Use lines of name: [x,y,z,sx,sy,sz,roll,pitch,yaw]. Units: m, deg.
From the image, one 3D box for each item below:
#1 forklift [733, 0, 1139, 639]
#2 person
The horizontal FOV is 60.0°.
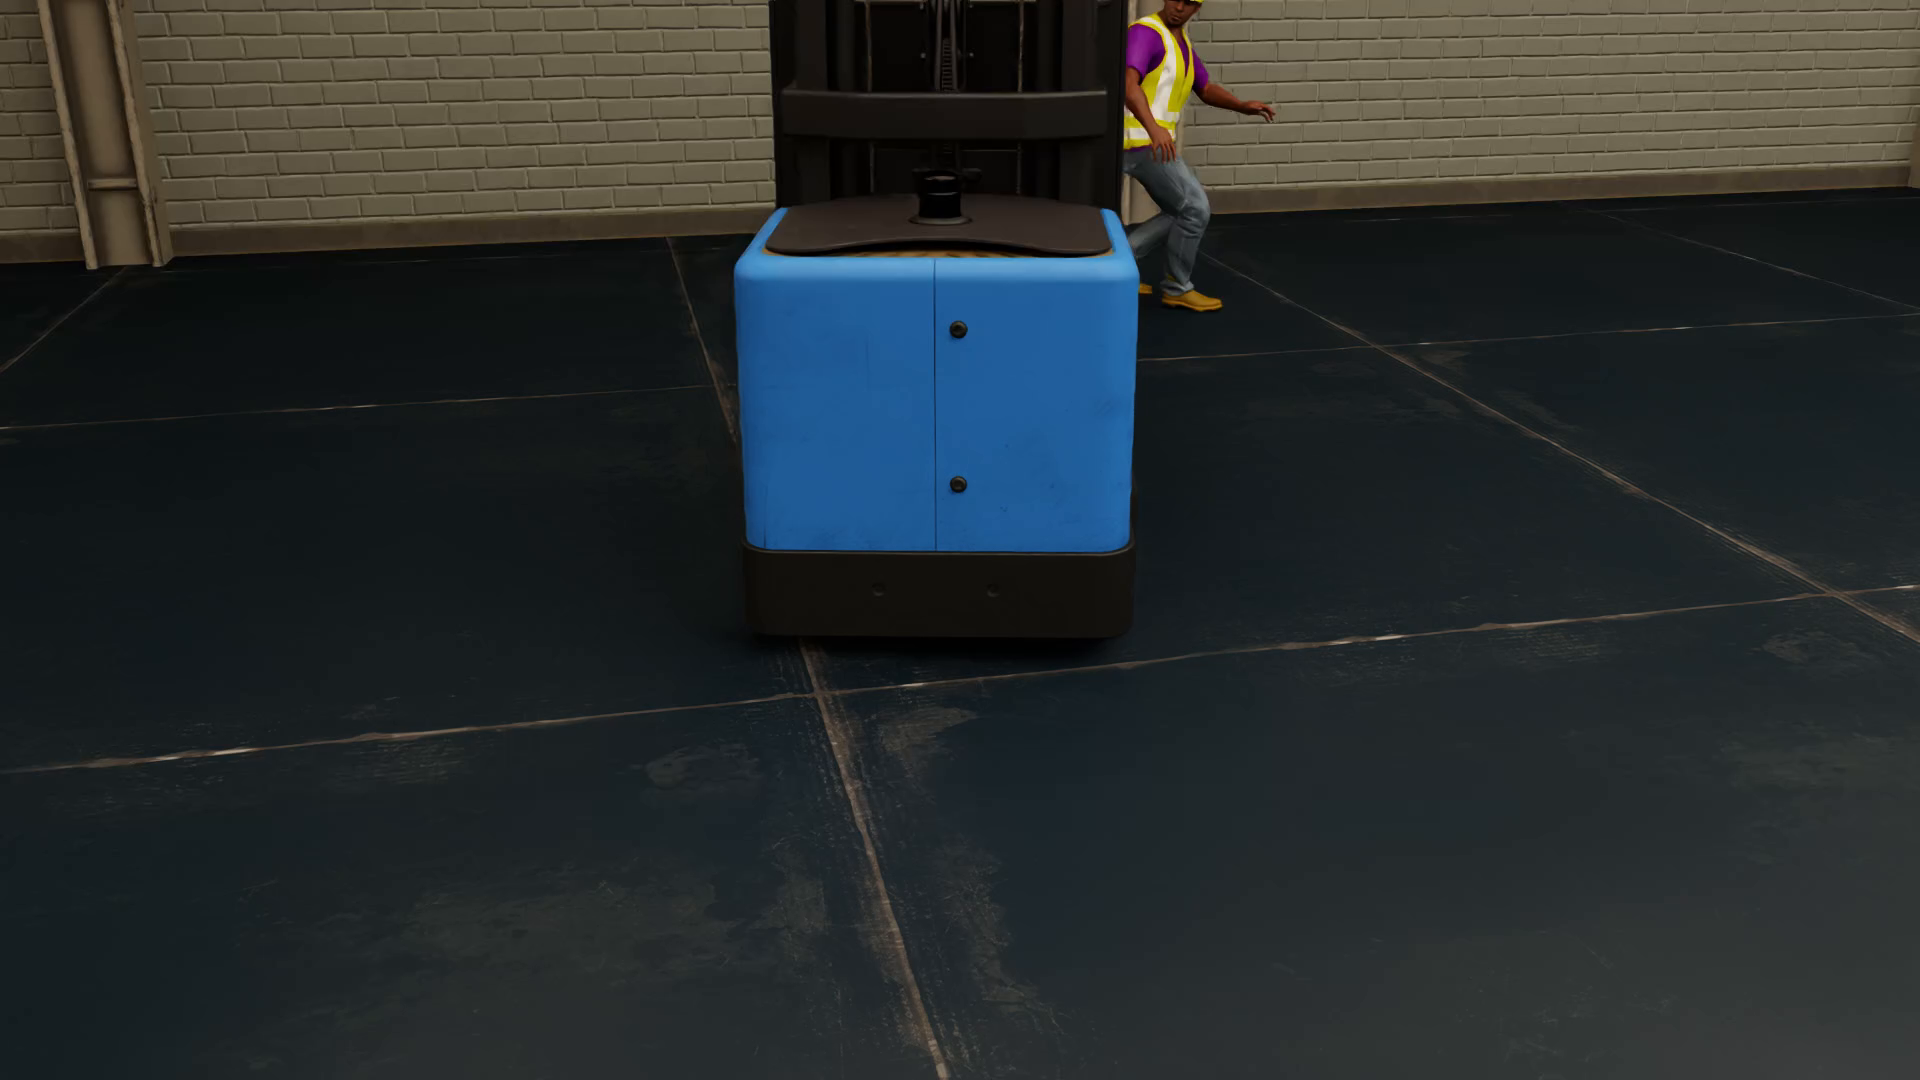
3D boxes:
forklift: [-0.029,-1.583,5.335,1.130,2.935,3.031,0,21,1]
person: [1.079,-1.912,8.004,0.833,1.632,0.918,5,21,12]
